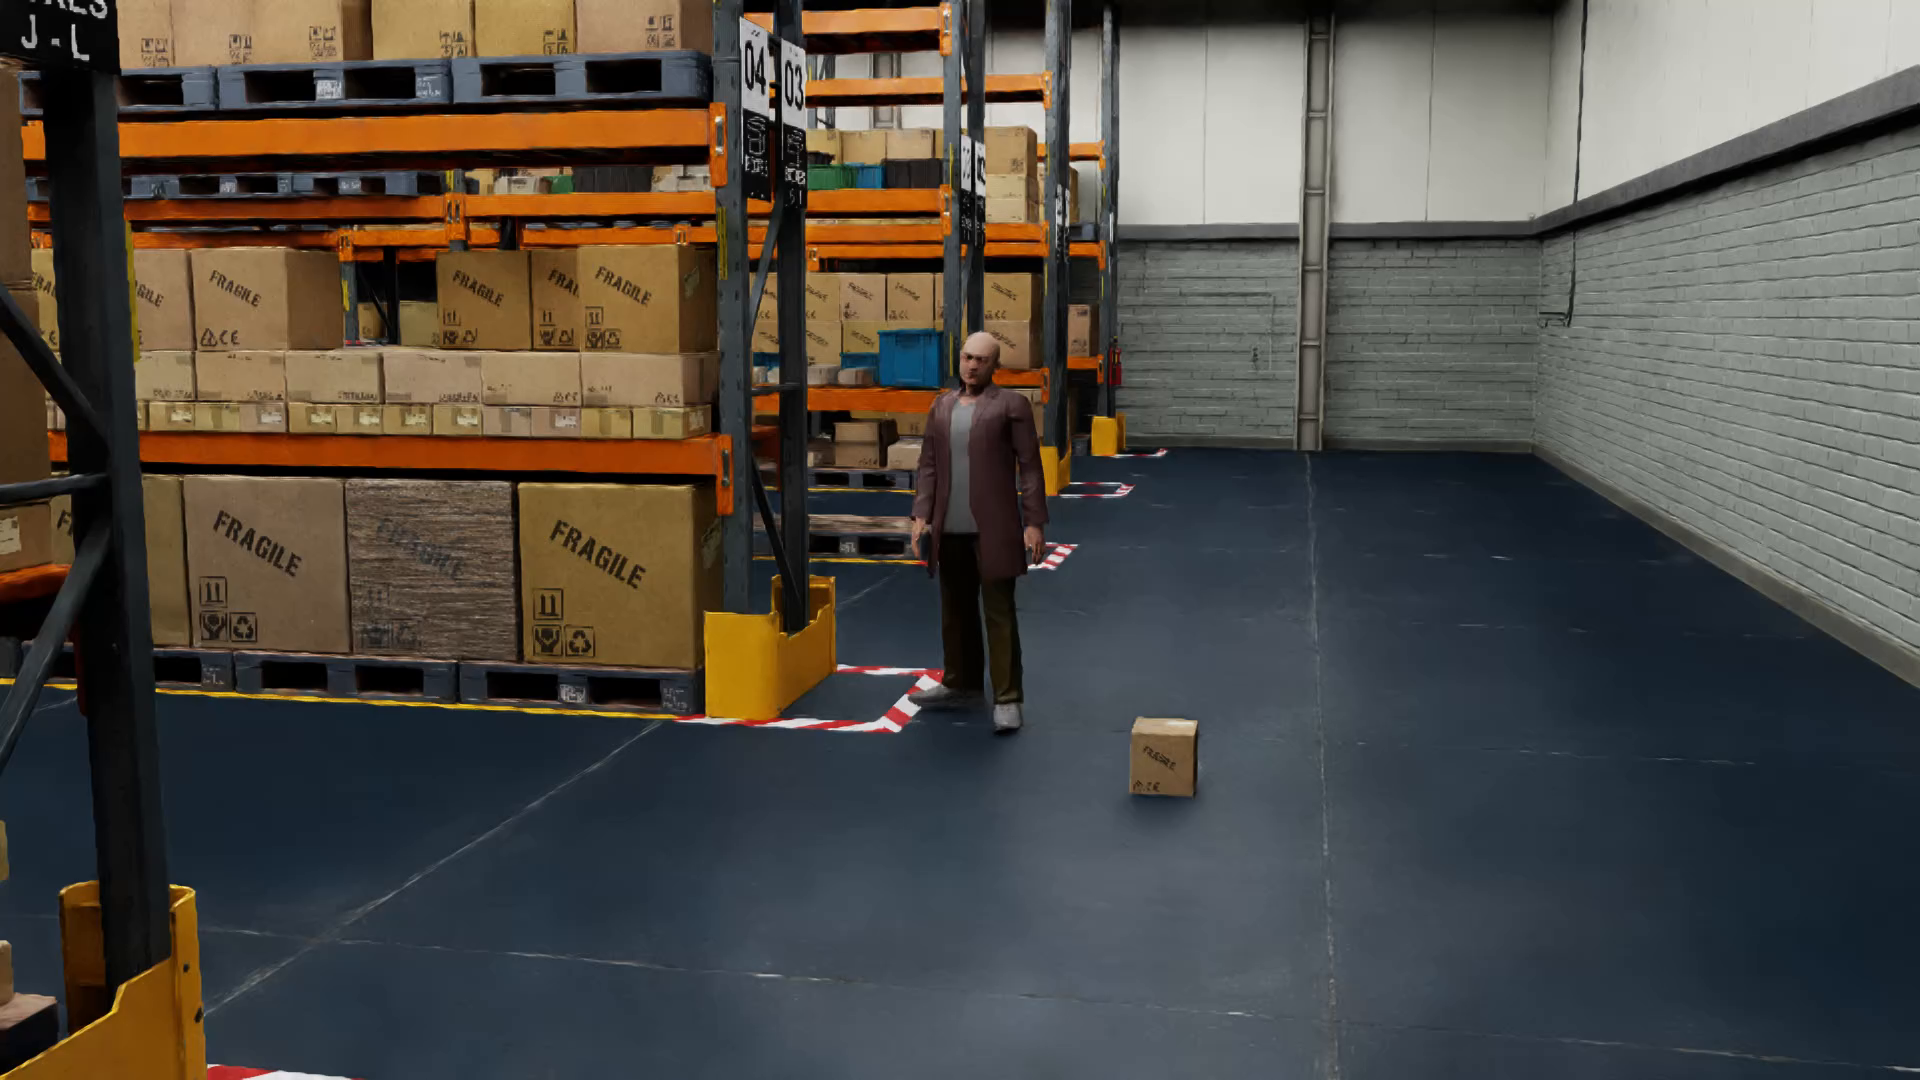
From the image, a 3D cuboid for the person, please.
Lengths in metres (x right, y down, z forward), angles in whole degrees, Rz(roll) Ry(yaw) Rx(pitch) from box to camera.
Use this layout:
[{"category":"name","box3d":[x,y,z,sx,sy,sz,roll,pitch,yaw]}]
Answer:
[{"category":"person","box3d":[0.065,-0.061,7.650,0.718,1.785,0.431,5,9,34]}]
